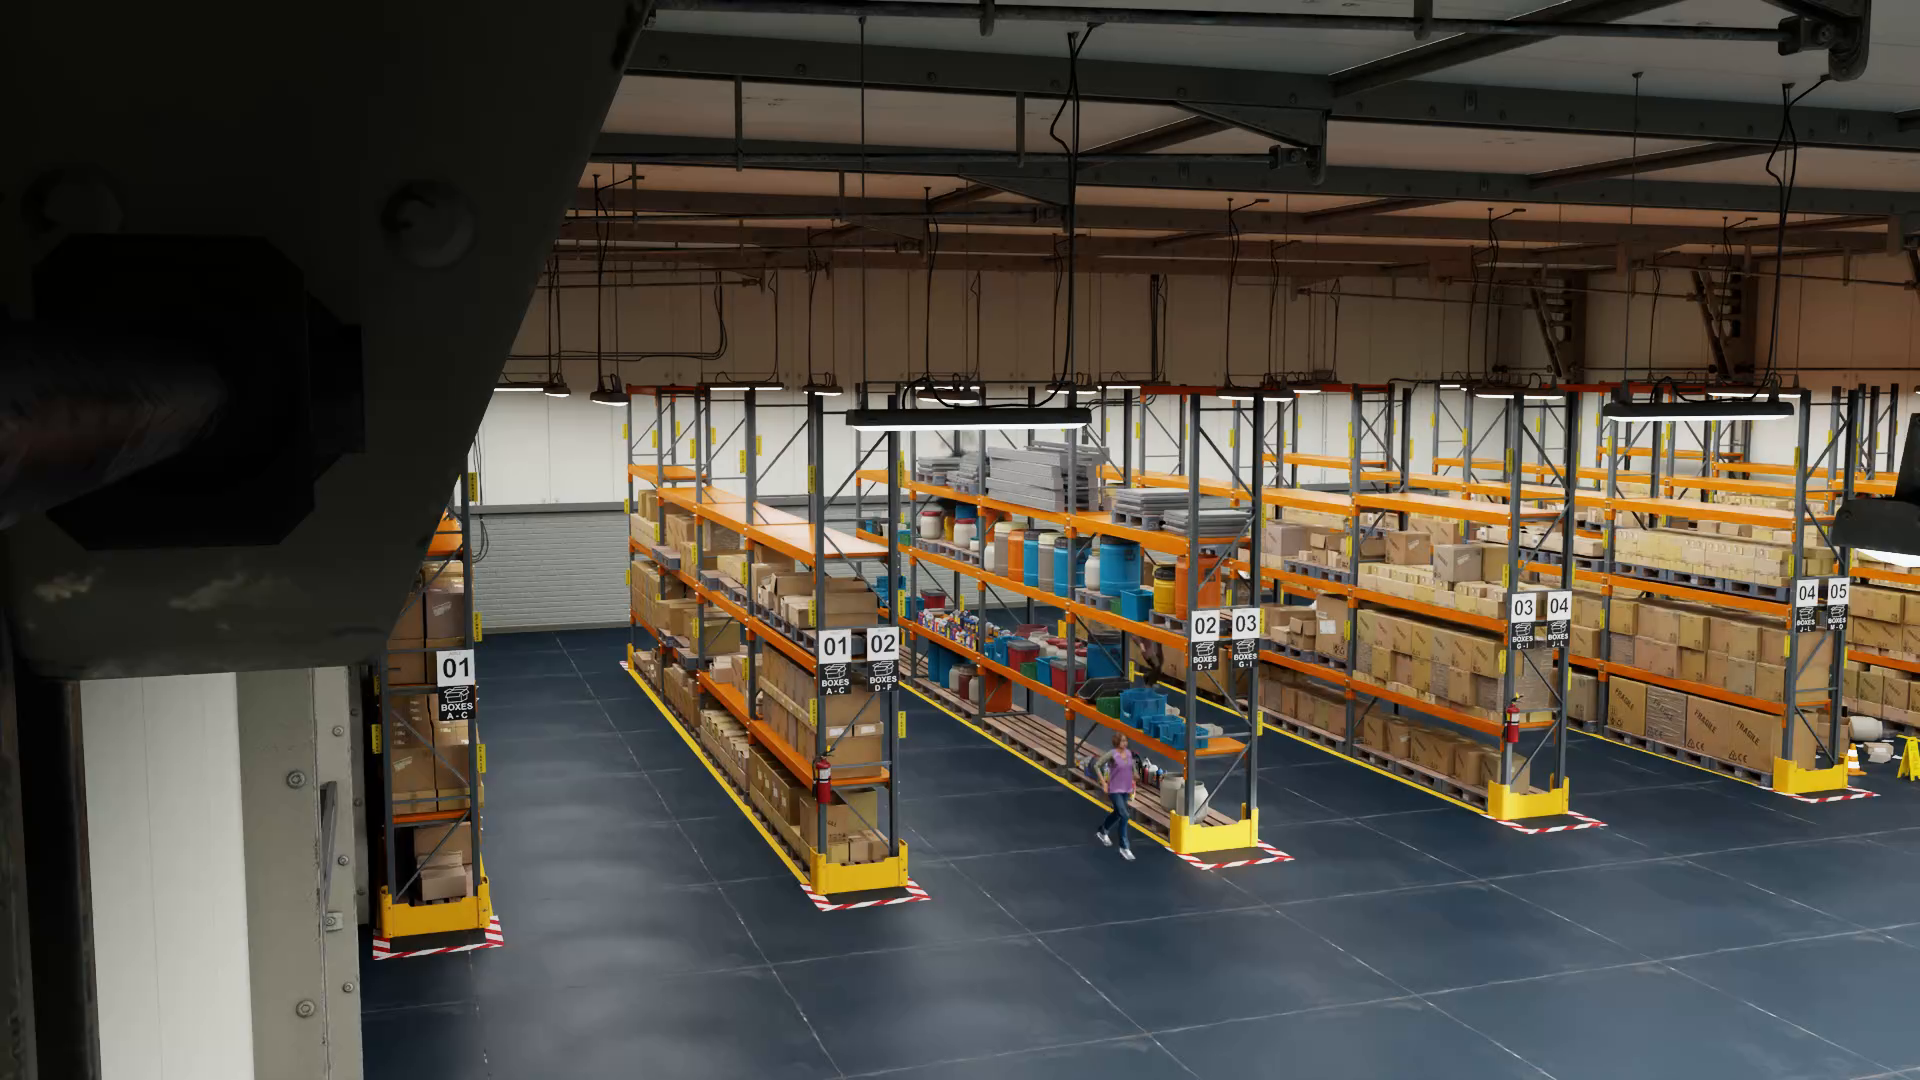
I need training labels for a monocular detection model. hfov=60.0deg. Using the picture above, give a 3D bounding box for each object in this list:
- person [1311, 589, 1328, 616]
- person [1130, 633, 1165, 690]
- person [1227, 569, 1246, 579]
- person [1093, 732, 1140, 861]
[{"bbox_3d":[7.633,1.883,34.676,0.702,1.730,0.647,-2,6,-20],"label":"person"},{"bbox_3d":[3.603,2.111,31.508,0.716,1.709,0.857,-2,6,-22],"label":"person"},{"bbox_3d":[6.692,1.272,40.760,0.488,1.728,0.751,-3,6,-23],"label":"person"},{"bbox_3d":[2.044,3.296,21.650,0.523,1.636,0.761,-5,8,-41],"label":"person"}]
